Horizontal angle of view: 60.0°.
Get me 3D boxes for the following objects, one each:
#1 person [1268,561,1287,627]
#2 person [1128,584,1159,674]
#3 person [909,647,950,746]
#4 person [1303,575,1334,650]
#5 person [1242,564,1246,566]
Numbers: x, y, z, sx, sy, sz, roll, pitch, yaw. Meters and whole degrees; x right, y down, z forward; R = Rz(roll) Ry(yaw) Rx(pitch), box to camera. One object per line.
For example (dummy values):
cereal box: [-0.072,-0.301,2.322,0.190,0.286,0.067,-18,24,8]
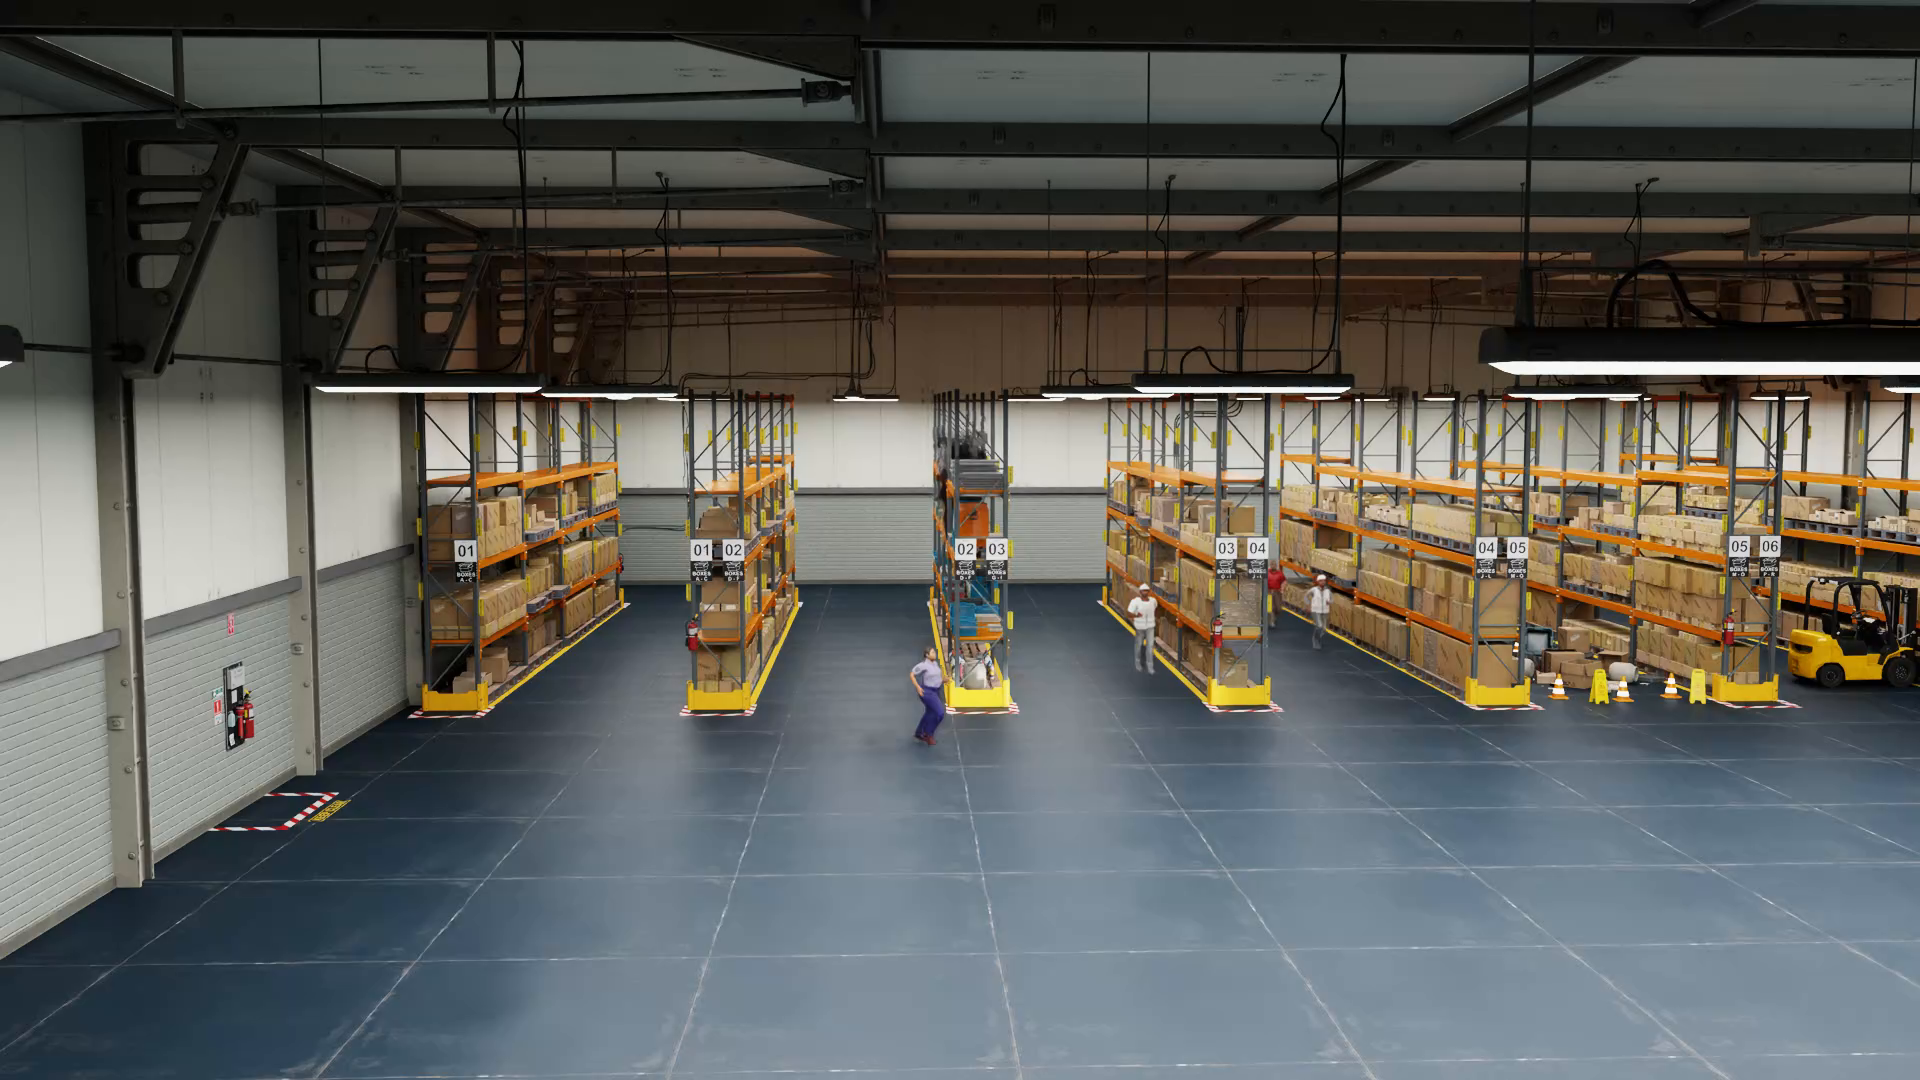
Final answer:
person: [8.063,1.380,42.857,0.699,1.683,0.771,0,5,3]
person: [3.729,1.791,33.626,0.695,1.811,0.893,-1,5,-8]
person: [-0.489,2.628,28.000,0.692,1.667,0.578,2,5,23]
person: [8.391,1.683,38.692,0.644,1.751,0.635,-1,5,-10]
person: [7.846,1.041,47.348,0.627,1.596,0.673,2,5,22]
